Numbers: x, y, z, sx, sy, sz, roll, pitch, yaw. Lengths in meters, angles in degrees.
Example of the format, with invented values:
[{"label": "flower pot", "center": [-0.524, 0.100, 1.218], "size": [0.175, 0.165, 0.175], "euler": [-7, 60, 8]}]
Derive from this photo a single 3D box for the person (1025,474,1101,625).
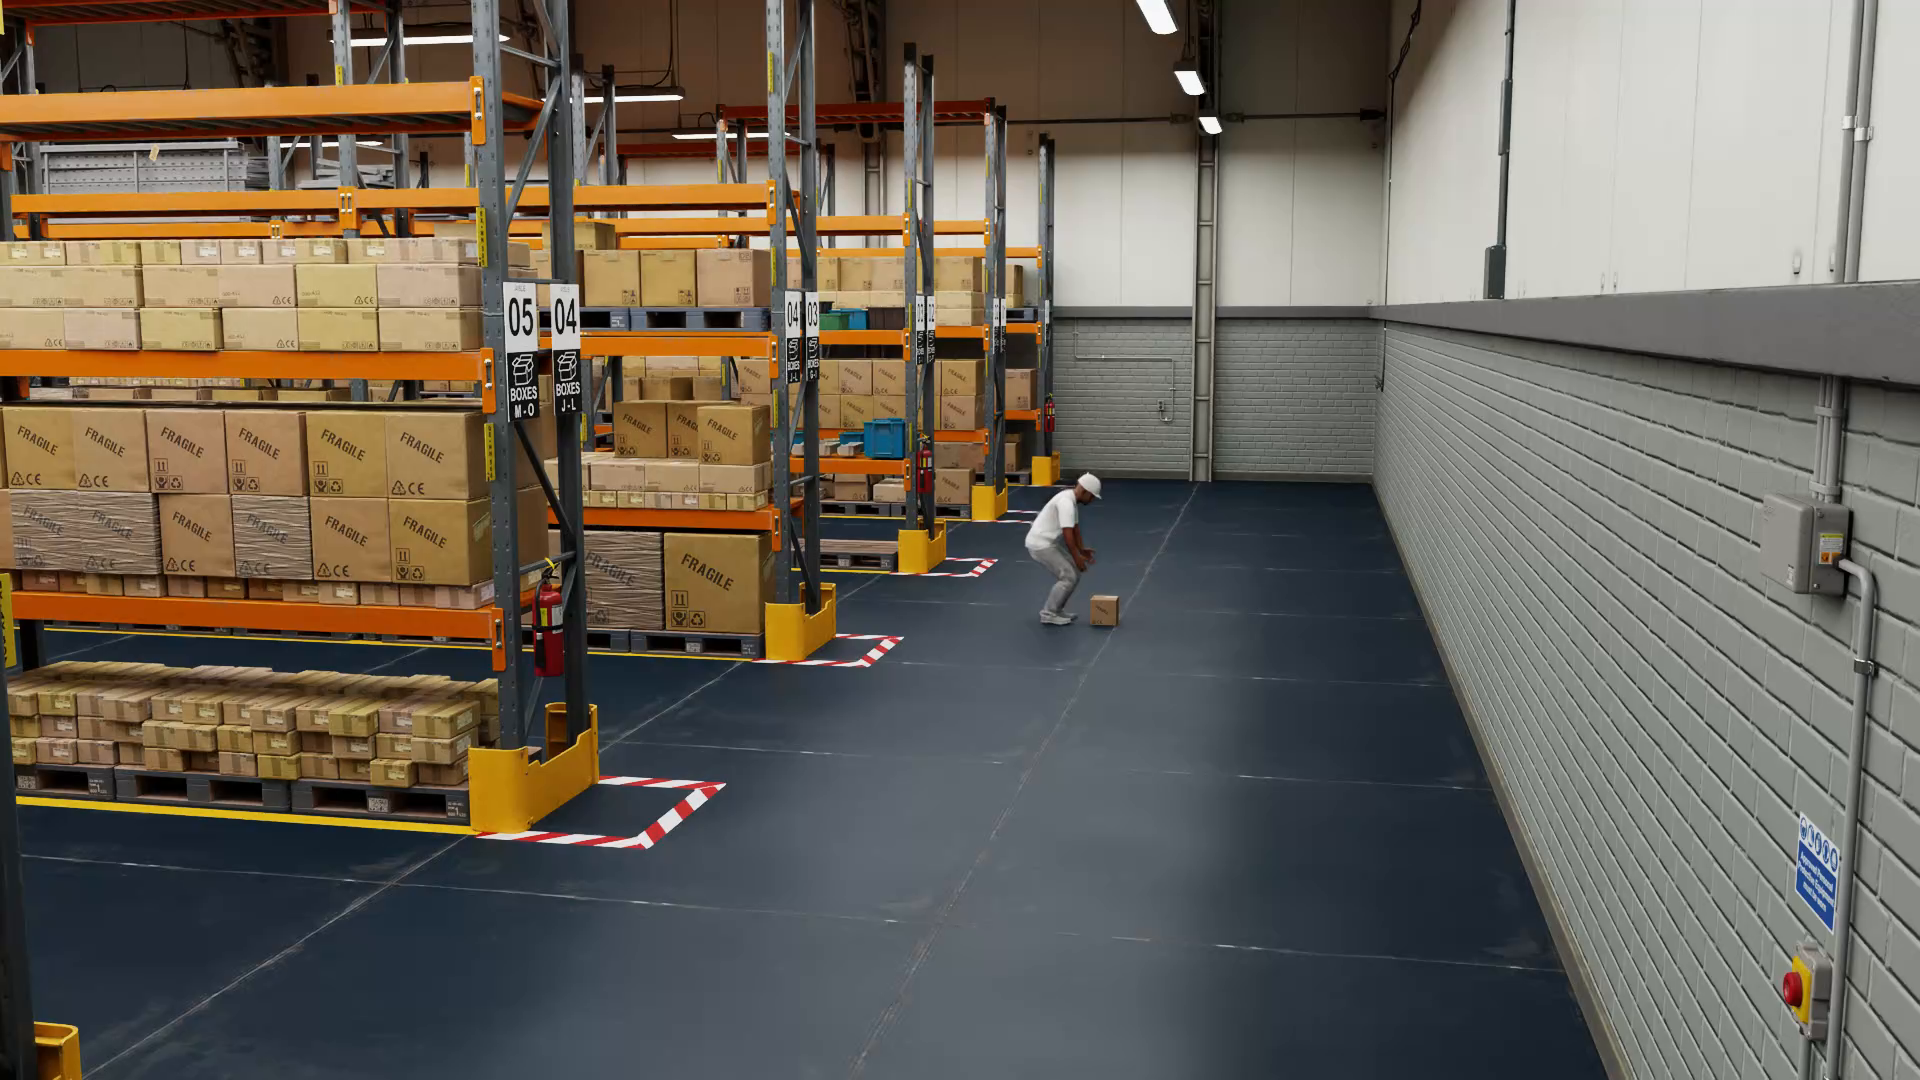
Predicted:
[{"label": "person", "center": [1.015, 0.075, 16.296], "size": [0.728, 1.461, 0.630], "euler": [2, 8, 11]}]
